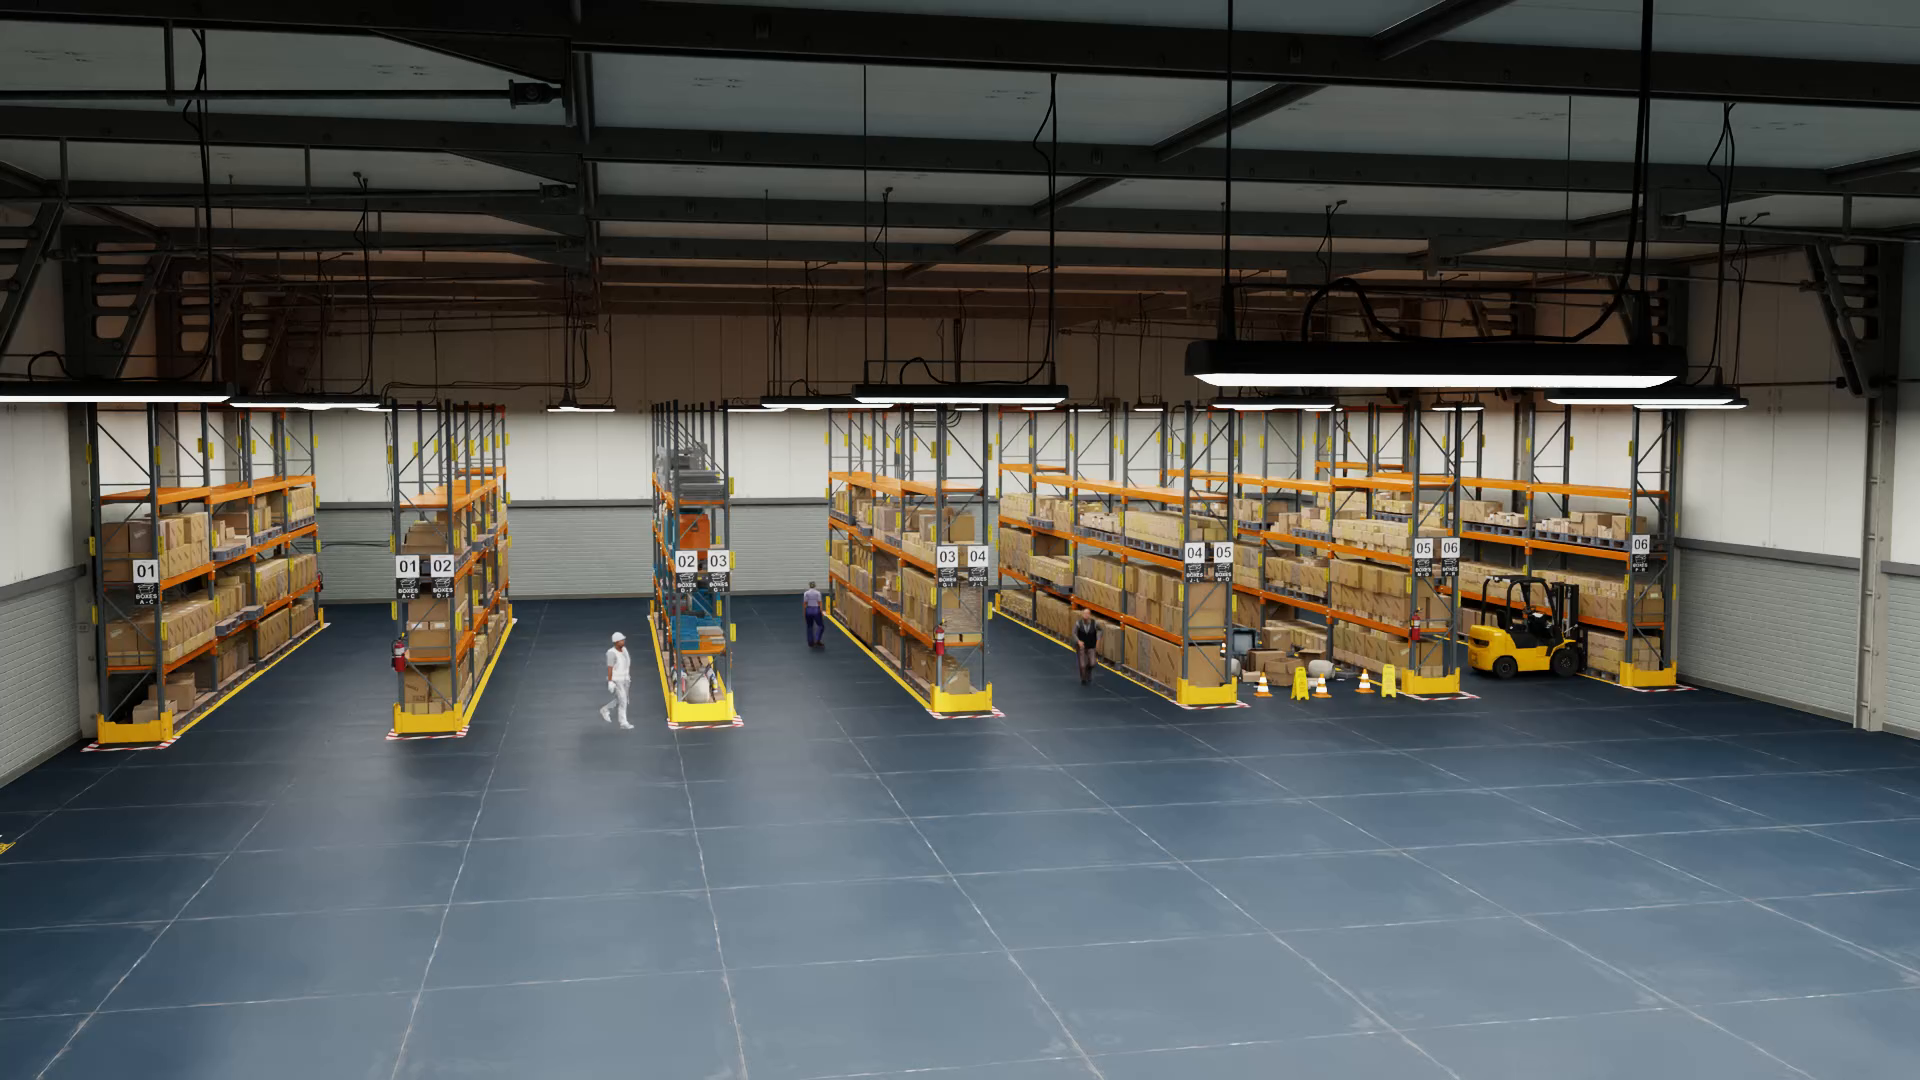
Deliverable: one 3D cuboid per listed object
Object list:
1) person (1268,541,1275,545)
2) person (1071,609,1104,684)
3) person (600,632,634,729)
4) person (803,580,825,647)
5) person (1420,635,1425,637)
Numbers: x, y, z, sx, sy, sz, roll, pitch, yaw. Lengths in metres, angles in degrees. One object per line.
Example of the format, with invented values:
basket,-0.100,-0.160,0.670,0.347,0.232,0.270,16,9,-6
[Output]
person,9.750,0.906,51.997,0.630,1.753,0.555,-1,4,-15
person,2.699,2.258,35.126,0.709,1.638,0.718,0,4,-3
person,-6.266,2.548,30.311,0.852,1.763,0.574,2,5,27
person,-3.609,1.820,40.968,0.538,1.645,0.489,1,4,15
person,10.622,2.063,38.240,0.485,1.573,0.522,-3,5,-35
